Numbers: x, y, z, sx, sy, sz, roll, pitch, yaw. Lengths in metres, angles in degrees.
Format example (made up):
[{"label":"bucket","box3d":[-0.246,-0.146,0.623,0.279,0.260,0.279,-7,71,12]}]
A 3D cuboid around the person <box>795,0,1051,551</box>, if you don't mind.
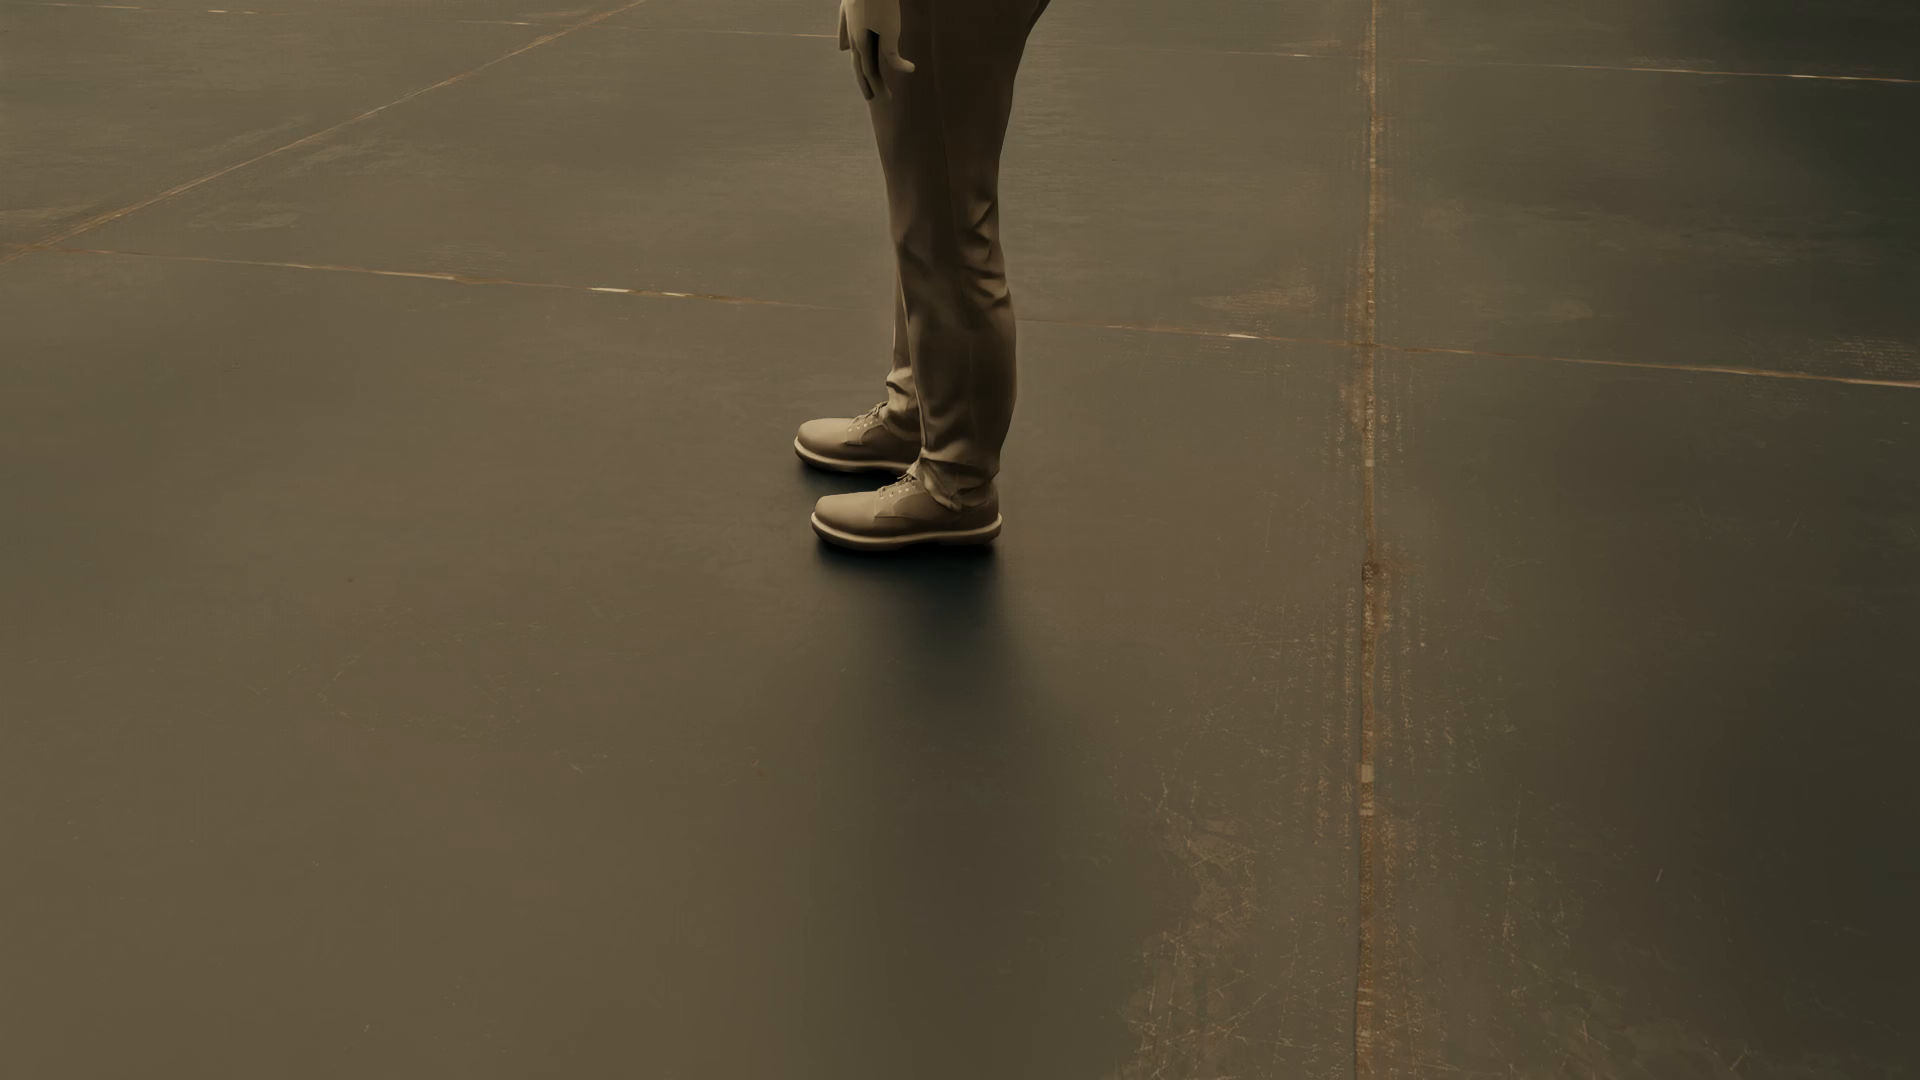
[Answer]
[{"label":"person","box3d":[-0.065,-0.773,2.135,0.531,1.694,0.586,6,27,11]}]
